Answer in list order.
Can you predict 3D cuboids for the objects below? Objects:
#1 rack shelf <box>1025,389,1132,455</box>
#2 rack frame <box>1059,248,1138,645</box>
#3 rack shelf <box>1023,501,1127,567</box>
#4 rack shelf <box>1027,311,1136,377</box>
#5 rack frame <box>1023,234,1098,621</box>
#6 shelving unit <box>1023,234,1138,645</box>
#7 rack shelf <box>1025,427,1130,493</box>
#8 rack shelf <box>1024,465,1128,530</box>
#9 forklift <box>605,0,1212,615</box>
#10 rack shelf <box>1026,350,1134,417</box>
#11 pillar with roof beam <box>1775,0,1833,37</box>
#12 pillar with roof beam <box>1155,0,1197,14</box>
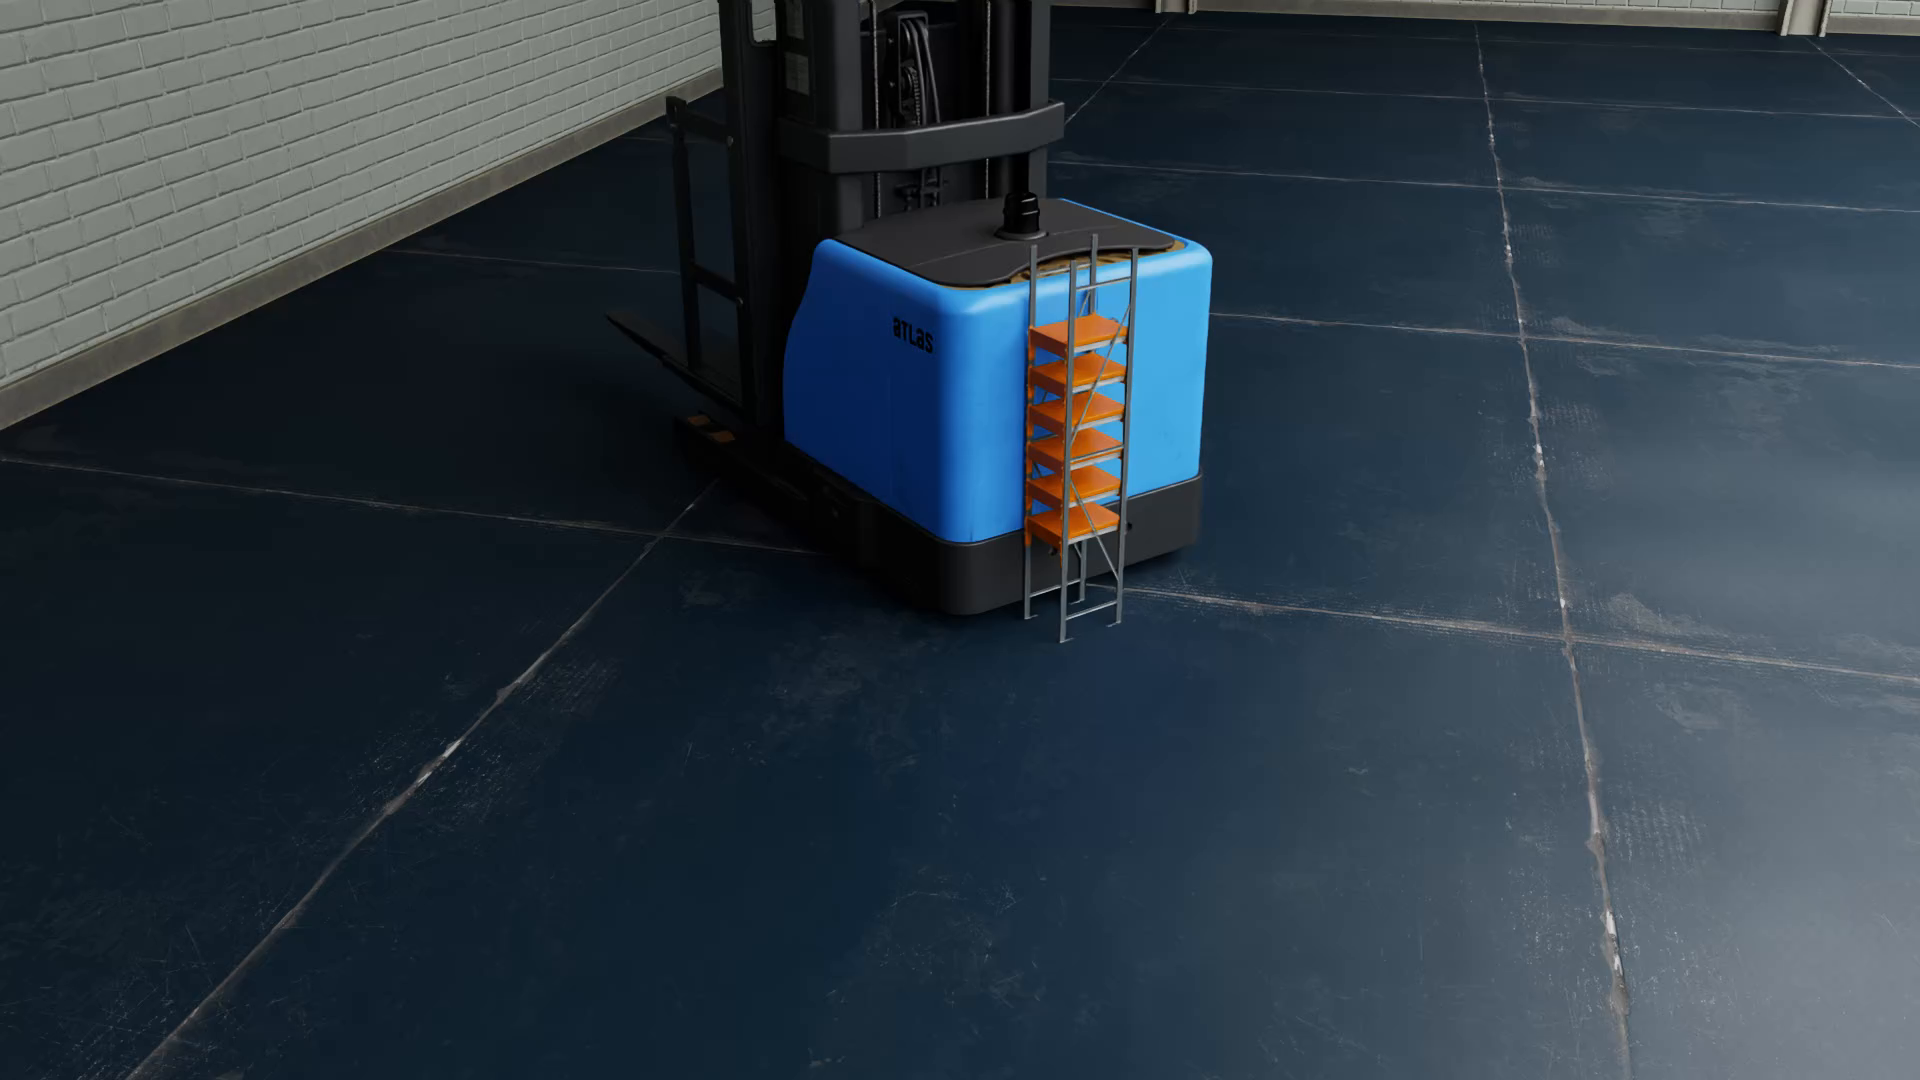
[{"bbox_3d":[0.350,-0.353,4.919,0.258,0.103,0.180,-16,30,-31],"label":"rack shelf"},{"bbox_3d":[0.402,-0.252,4.884,0.240,1.200,0.006,-16,30,-31],"label":"rack frame"},{"bbox_3d":[0.350,-0.028,5.074,0.258,0.103,0.180,-16,30,-31],"label":"rack shelf"},{"bbox_3d":[0.350,-0.569,4.816,0.258,0.103,0.180,-16,30,-31],"label":"rack shelf"},{"bbox_3d":[0.299,-0.317,5.020,0.240,1.200,0.006,-16,30,-31],"label":"rack frame"},{"bbox_3d":[0.350,-0.284,4.952,0.258,1.200,0.189,-16,30,-31],"label":"shelving unit"},{"bbox_3d":[0.350,-0.244,4.971,0.258,0.103,0.180,-16,30,-31],"label":"rack shelf"},{"bbox_3d":[0.350,-0.136,5.022,0.258,0.103,0.180,-16,30,-31],"label":"rack shelf"},{"bbox_3d":[-0.440,-1.673,5.855,1.130,2.935,3.031,-16,30,-31],"label":"forklift"},{"bbox_3d":[0.350,-0.461,4.868,0.258,0.103,0.180,-16,30,-31],"label":"rack shelf"},{"bbox_3d":[6.986,-7.133,10.263,0.400,9.000,9.100,6,26,13],"label":"pillar with roof beam"},{"bbox_3d":[1.175,-7.775,11.613,0.400,9.000,9.100,6,26,13],"label":"pillar with roof beam"}]
